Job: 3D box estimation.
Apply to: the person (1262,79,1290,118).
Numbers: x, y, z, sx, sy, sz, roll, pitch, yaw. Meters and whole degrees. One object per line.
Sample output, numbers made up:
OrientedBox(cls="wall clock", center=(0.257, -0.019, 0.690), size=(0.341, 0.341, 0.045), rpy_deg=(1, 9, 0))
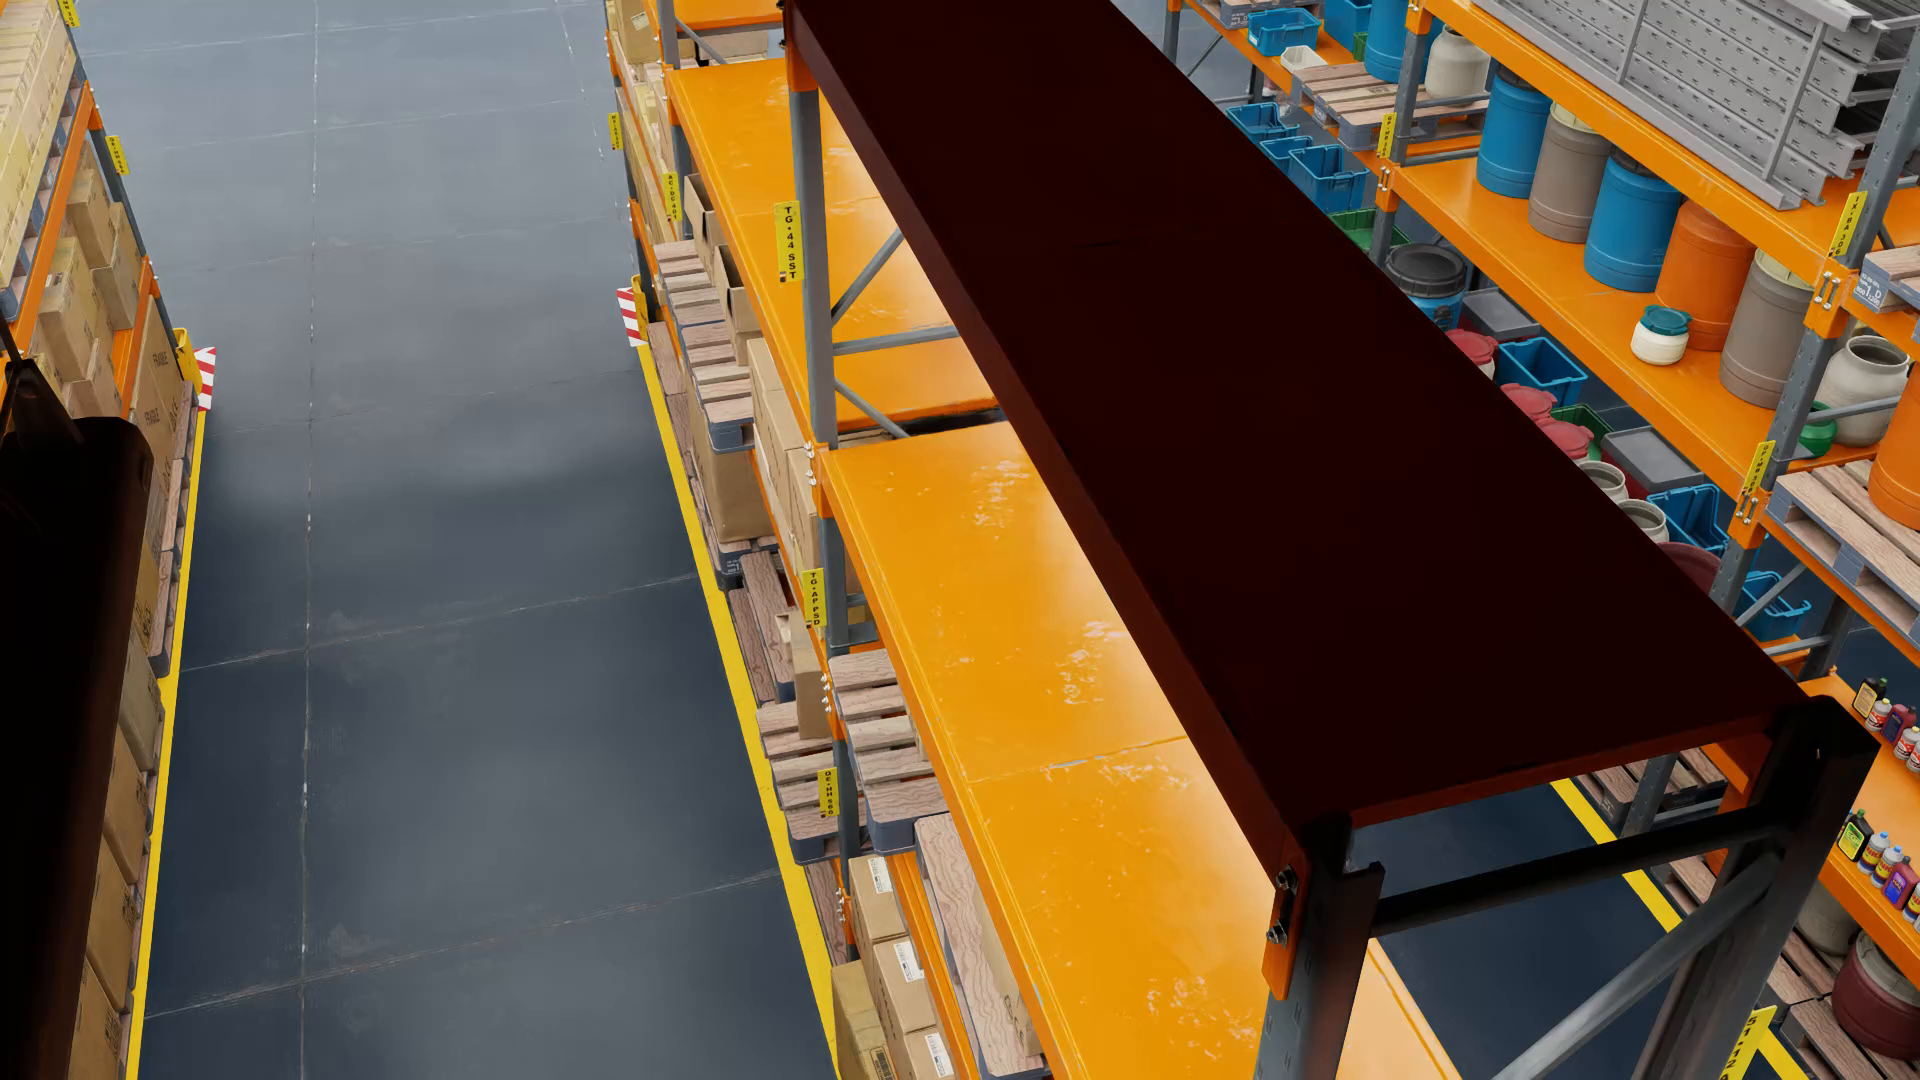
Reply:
OrientedBox(cls="person", center=(3.637, -5.658, 18.657), size=(0.469, 1.711, 0.624), rpy_deg=(-19, 42, -23))

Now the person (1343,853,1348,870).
OrientedBox(cls="person", center=(2.060, 1.401, 9.324), size=(0.367, 1.664, 0.530), rpy_deg=(15, 41, 18))
